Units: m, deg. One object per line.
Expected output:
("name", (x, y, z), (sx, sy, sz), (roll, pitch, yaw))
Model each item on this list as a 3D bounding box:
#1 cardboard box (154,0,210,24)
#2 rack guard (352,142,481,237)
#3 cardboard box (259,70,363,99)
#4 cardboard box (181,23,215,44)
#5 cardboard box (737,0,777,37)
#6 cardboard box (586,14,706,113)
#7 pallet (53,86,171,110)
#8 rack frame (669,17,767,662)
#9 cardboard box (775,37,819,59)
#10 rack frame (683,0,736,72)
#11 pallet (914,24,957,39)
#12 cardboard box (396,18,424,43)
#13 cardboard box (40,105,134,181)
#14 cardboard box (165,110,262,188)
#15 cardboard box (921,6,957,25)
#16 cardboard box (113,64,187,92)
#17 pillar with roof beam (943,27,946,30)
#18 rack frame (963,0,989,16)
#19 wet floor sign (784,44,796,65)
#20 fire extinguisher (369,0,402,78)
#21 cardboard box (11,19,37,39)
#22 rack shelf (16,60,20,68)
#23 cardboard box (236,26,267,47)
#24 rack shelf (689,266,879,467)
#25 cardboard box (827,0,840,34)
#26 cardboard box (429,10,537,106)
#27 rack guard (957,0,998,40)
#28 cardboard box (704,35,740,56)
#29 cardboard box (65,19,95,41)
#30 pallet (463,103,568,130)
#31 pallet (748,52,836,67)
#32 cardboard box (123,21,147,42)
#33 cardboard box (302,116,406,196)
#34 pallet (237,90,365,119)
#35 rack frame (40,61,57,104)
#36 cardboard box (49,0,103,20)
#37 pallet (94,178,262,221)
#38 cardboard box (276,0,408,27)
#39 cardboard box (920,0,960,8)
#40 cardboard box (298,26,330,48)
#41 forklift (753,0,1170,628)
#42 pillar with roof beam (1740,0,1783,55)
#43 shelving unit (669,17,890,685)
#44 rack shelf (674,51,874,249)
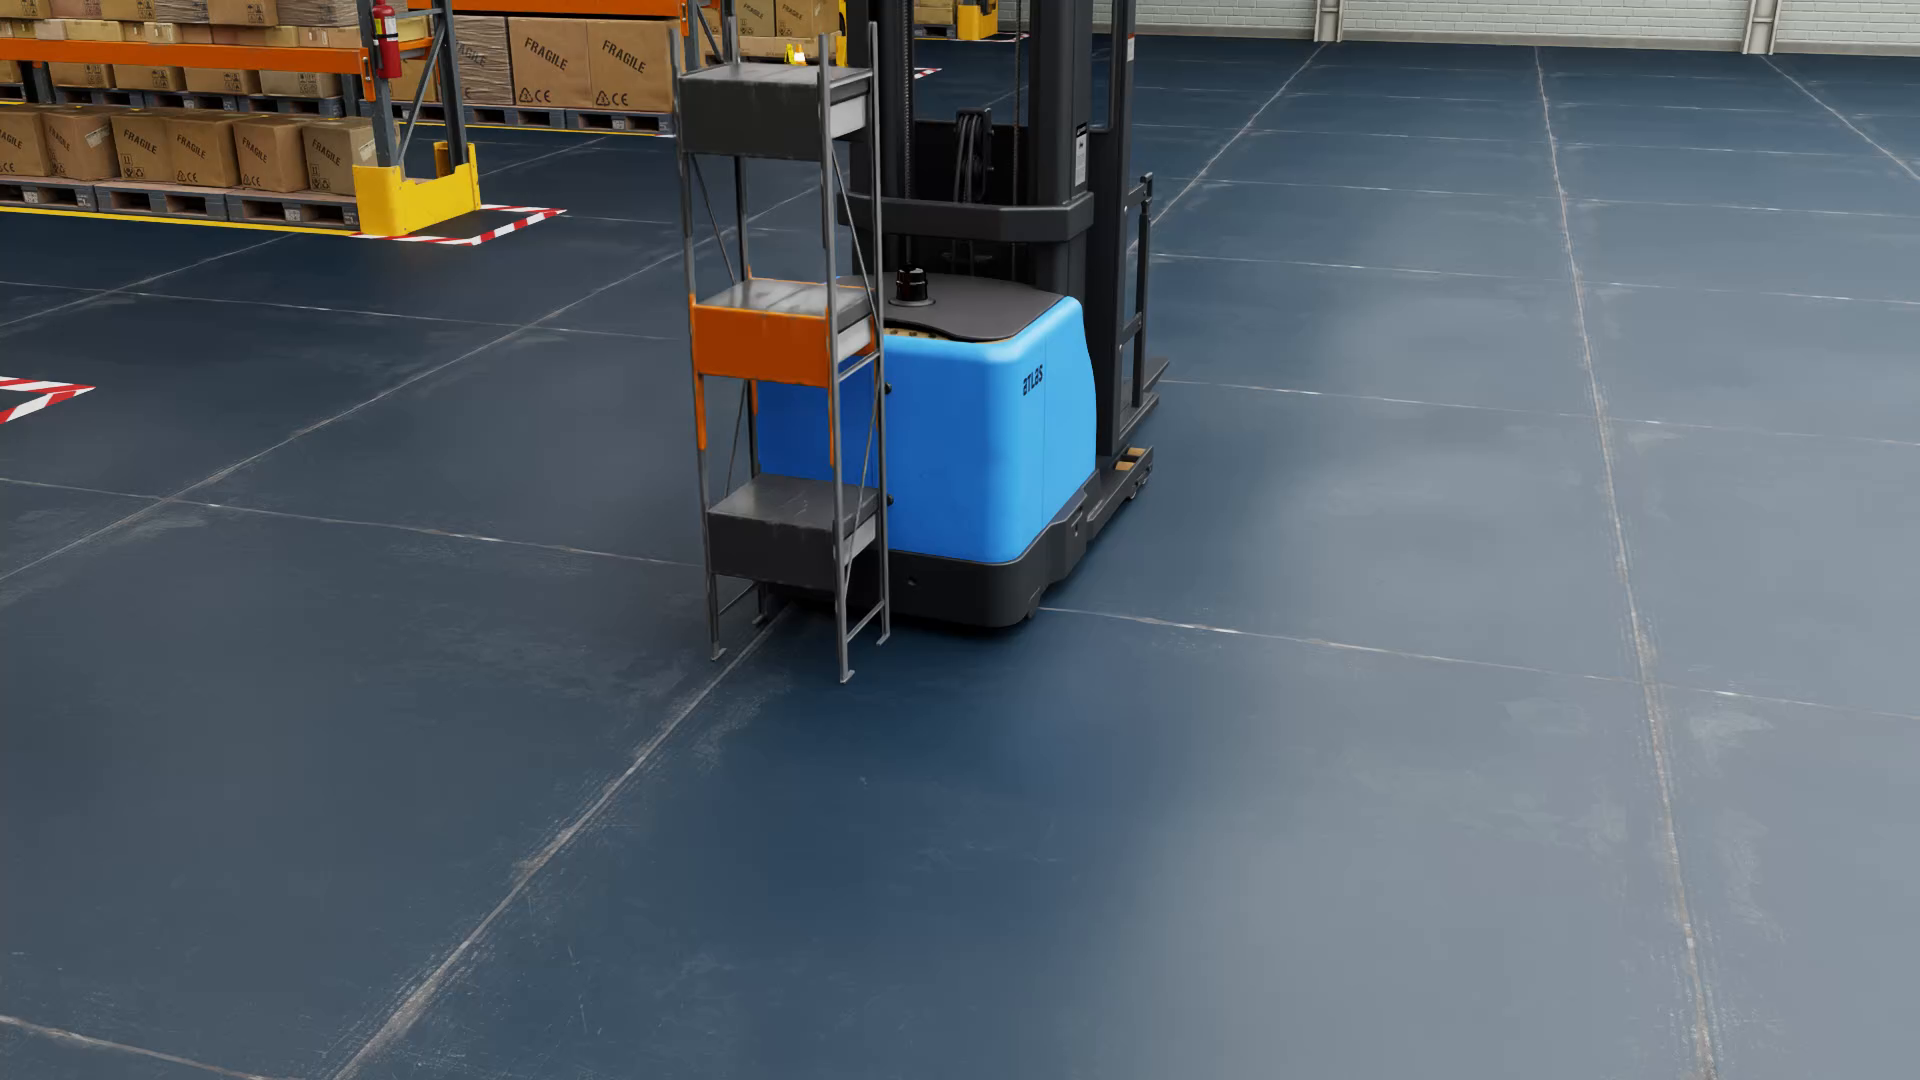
("cardboard box", (-5.538, -4.165, 12.446), (0.500, 0.500, 0.875), (7, 23, 16))
("rack guard", (-4.112, -2.680, 12.646), (0.348, 0.500, 1.175), (7, 23, 16))
("cardboard box", (-6.960, -5.247, 18.020), (0.750, 0.750, 1.050), (6, 23, 15))
("cardboard box", (-5.573, -3.800, 12.412), (0.250, 0.149, 0.380), (7, 23, 16))
("cardboard box", (-2.520, -6.747, 21.348), (0.500, 0.500, 0.500), (7, 23, 17))
("cardboard box", (-3.178, -4.881, 16.964), (0.875, 0.875, 0.875), (7, 23, 16))
("pallet", (-9.436, -5.093, 18.907), (1.213, 0.211, 1.003), (7, 23, 16))
("rack frame", (-0.786, -0.620, 5.512), (0.015, 2.100, 0.400), (8, 24, 19))
("cardboard box", (-2.051, -6.345, 21.355), (0.500, 0.250, 0.500), (6, 23, 15))
("rack frame", (-2.510, -5.620, 16.518), (0.127, 3.000, 1.000), (7, 23, 16))
("pallet", (-0.491, -8.012, 26.023), (1.213, 0.211, 1.003), (7, 23, 16))
("cardboard box", (-4.243, -3.830, 12.486), (0.250, 0.149, 0.380), (7, 23, 16))
("cardboard box", (-6.947, -3.187, 13.326), (0.500, 0.500, 0.500), (15, 27, 32))
("cardboard box", (-5.809, -3.070, 13.041), (0.500, 0.500, 0.500), (9, 24, 20))
("cardboard box", (-0.288, -8.092, 25.615), (0.500, 0.250, 0.500), (7, 23, 16))
("cardboard box", (-8.774, -5.456, 18.530), (0.750, 0.750, 1.050), (7, 23, 16))
("pillar with roof beam", (-1.396, -10.848, 21.359), (0.400, 9.000, 9.100), (7, 23, 16))
("rack frame", (0.253, -9.233, 25.327), (0.127, 3.000, 1.000), (7, 23, 16))
("wet floor sign", (-1.910, -5.247, 18.710), (0.232, 0.644, 0.267), (3, 22, 6))
("fire extinguisher", (-4.063, -3.613, 11.727), (0.183, 0.674, 0.296), (7, 23, 16))
("cardboard box", (-7.025, -3.945, 12.765), (0.250, 0.149, 0.380), (7, 23, 16))
("rack shelf", (-9.784, -4.154, 13.891), (4.000, 0.370, 1.077), (7, 23, 16))
("cardboard box", (-5.100, -3.738, 12.261), (0.250, 0.149, 0.380), (7, 23, 16))
("rack shelf", (-0.558, -0.576, 5.439), (0.480, 0.518, 0.431), (8, 24, 19))
("cardboard box", (-1.892, -6.890, 21.695), (0.500, 0.500, 0.500), (6, 23, 14))
("cardboard box", (-4.894, -5.078, 17.443), (0.875, 0.875, 0.875), (7, 23, 16))
("rack guard", (0.276, -8.074, 25.795), (0.348, 0.500, 1.175), (7, 23, 16))
("cardboard box", (-3.025, -6.457, 21.629), (0.500, 0.250, 0.500), (6, 23, 14))
("cardboard box", (-6.546, -3.890, 12.632), (0.250, 0.149, 0.380), (7, 23, 16))
("pallet", (-4.462, -4.523, 17.519), (1.213, 0.211, 1.003), (7, 23, 15))
("pallet", (-2.017, -6.249, 21.727), (1.213, 0.211, 1.003), (7, 23, 16))
("cardboard box", (-6.058, -3.848, 12.528), (0.250, 0.149, 0.380), (7, 23, 16))
("cardboard box", (-4.632, -2.941, 12.728), (0.500, 0.500, 0.500), (11, 25, 25))
("pallet", (-7.100, -4.825, 18.255), (1.213, 0.211, 1.003), (7, 23, 16))
("rack frame", (-10.169, -6.497, 18.656), (0.127, 3.000, 1.000), (7, 23, 16))
("cardboard box", (-6.480, -4.293, 12.761), (0.500, 0.500, 0.875), (7, 23, 16))
("pallet", (-6.044, -2.783, 13.277), (1.213, 0.211, 1.003), (7, 23, 16))
("cardboard box", (-4.558, -4.083, 12.247), (0.500, 0.500, 0.875), (7, 23, 16))
("cardboard box", (-0.303, -8.326, 25.527), (0.500, 0.250, 0.500), (6, 23, 15))
("cardboard box", (-4.611, -3.696, 12.160), (0.250, 0.149, 0.380), (7, 23, 16))
("forklift", (0.217, -1.578, 6.755), (1.130, 2.935, 3.031), (8, 24, 19))
("pillar with roof beam", (10.092, -9.533, 18.152), (0.400, 9.000, 9.100), (7, 23, 16))
("shelving unit", (-0.558, -0.588, 5.433), (0.503, 2.100, 0.431), (8, 24, 19))
("rack shelf", (-0.559, -1.222, 5.169), (0.480, 0.518, 0.431), (8, 24, 19))
